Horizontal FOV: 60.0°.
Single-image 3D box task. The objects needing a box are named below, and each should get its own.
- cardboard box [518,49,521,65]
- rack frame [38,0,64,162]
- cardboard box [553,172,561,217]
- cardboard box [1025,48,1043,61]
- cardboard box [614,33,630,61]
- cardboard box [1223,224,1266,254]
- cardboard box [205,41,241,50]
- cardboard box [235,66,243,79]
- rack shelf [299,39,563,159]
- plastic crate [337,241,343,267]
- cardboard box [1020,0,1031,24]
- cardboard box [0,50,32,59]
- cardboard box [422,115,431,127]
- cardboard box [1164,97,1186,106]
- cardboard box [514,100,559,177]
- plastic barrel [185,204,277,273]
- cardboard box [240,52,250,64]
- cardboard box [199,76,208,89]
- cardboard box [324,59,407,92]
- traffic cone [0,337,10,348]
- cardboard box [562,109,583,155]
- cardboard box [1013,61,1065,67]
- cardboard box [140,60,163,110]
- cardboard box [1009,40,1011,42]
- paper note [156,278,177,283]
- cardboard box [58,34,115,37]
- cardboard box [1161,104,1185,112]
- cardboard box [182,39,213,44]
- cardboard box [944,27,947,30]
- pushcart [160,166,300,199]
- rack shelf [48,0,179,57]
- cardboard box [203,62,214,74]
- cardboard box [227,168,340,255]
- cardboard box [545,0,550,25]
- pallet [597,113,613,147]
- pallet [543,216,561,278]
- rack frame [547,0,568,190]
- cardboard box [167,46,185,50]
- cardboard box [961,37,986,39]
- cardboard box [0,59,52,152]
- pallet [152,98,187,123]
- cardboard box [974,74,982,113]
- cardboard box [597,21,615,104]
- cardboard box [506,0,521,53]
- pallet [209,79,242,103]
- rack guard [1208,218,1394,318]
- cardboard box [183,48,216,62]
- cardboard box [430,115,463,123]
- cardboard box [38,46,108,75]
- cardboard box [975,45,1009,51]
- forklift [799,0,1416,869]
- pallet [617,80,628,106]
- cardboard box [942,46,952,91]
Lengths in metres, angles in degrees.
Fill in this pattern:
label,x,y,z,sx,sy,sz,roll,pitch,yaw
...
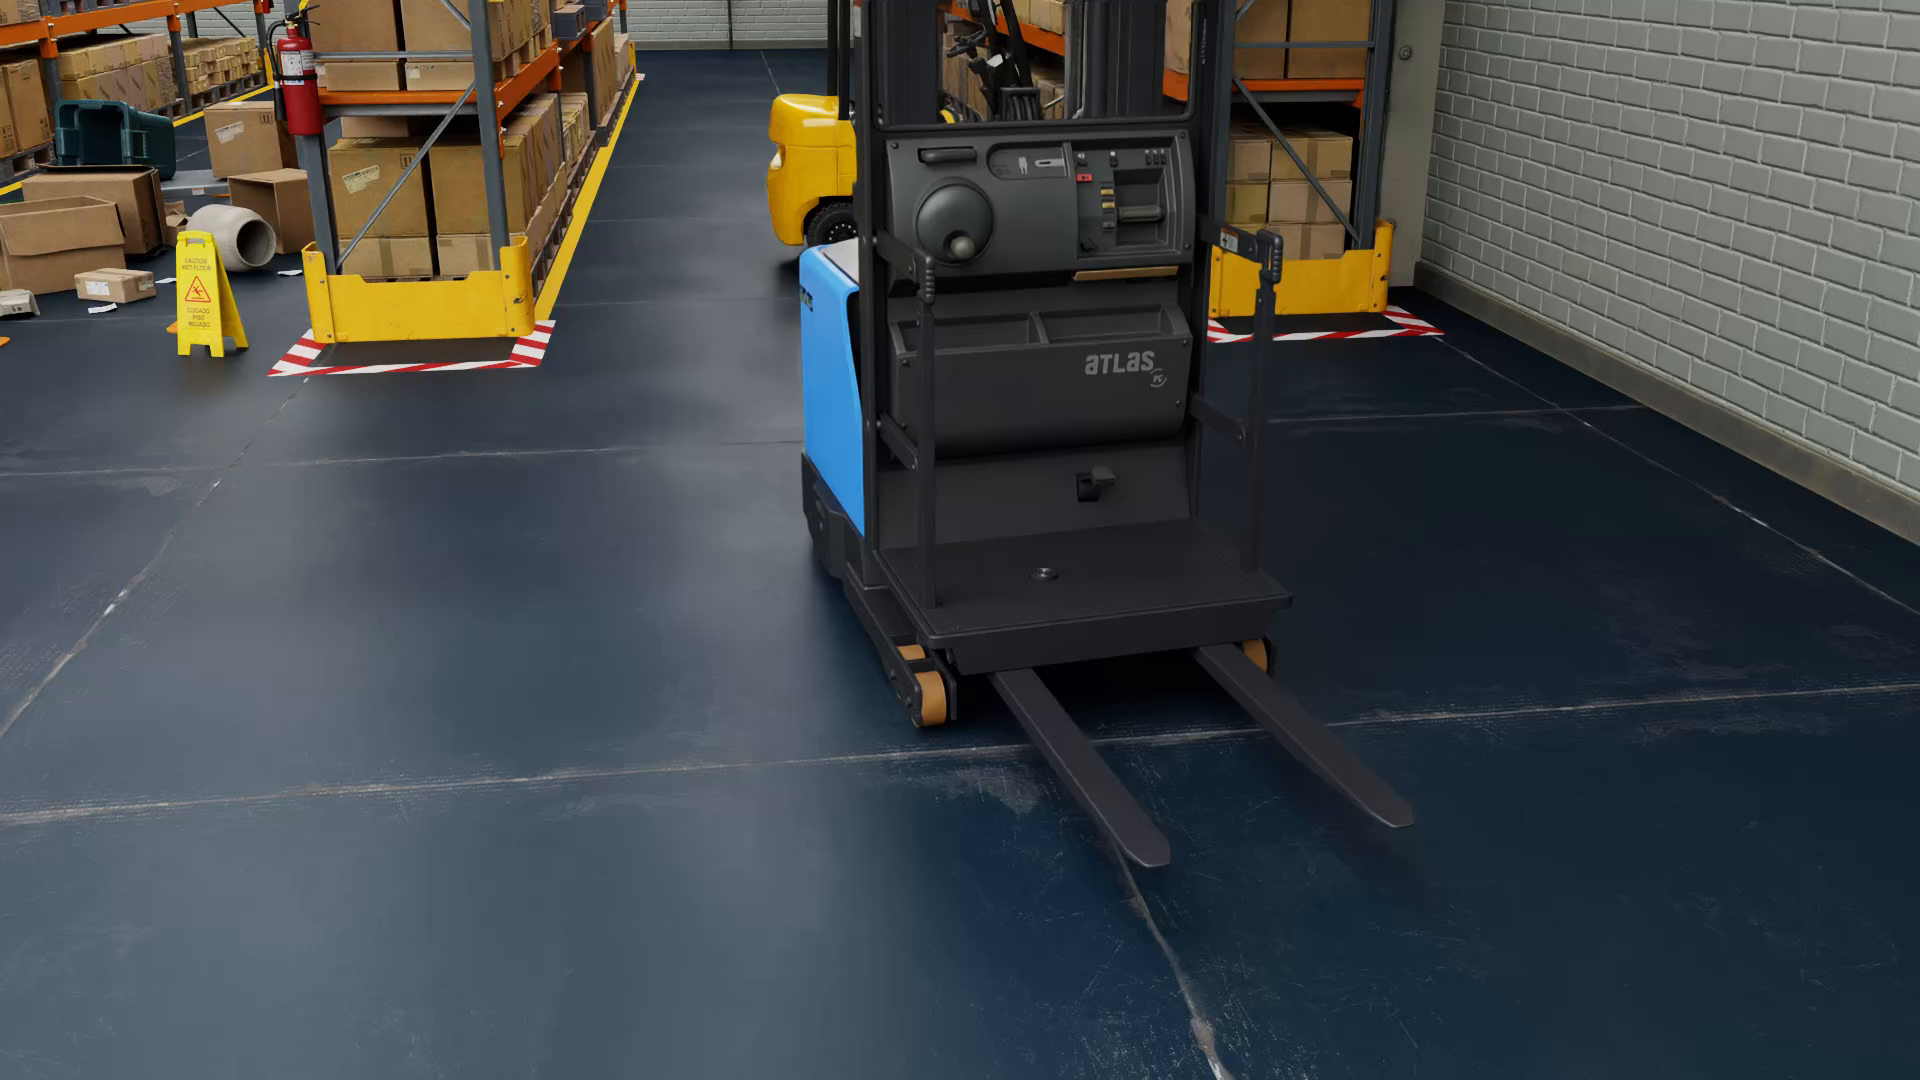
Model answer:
label,x,y,z,sx,sy,sz,roll,pitch,yaw
cardboard box,-2.999,-3.093,10.570,0.380,0.149,0.250,-3,21,-9
rack frame,-9.015,-5.026,15.386,1.000,3.000,0.127,-3,21,-8
cardboard box,-3.117,-2.460,11.844,0.500,0.250,0.500,-3,21,-9
cardboard box,0.886,-5.264,18.068,0.380,0.149,0.250,-3,21,-7
cardboard box,-5.091,-6.854,23.341,0.875,0.438,0.875,-4,21,-10
cardboard box,1.553,-1.848,10.207,0.500,0.250,0.500,-3,21,-7
cardboard box,-9.724,-6.499,21.955,0.380,0.149,0.250,-4,21,-10
cardboard box,-9.649,-6.136,21.832,0.380,0.149,0.250,-4,21,-10
rack shelf,-3.267,-2.896,10.712,1.077,0.370,4.000,-3,21,-8
plastic crate,-4.140,-1.973,11.385,0.402,0.080,0.583,-11,23,-26
cardboard box,0.824,-4.794,14.980,0.500,0.250,0.500,-2,21,-6
cardboard box,-9.373,-4.627,16.218,0.500,0.250,0.500,-3,21,-9
cardboard box,-3.541,-2.671,10.412,0.380,0.149,0.250,-2,21,-5
cardboard box,1.766,-3.043,11.978,0.500,0.250,0.500,-3,21,-7
cardboard box,-3.129,-2.819,11.733,0.500,0.500,0.500,-3,21,-7
plastic barrel,-4.774,-1.973,10.893,0.512,0.421,0.421,12,24,30
cardboard box,-9.733,-6.448,22.243,0.380,0.149,0.250,-4,21,-10
cardboard box,-9.452,-5.590,20.371,0.380,0.149,0.250,-3,21,-8
cardboard box,-3.244,-2.542,9.094,0.380,0.149,0.250,-2,21,-6
traffic cone,-5.366,-1.263,8.936,0.336,0.463,0.334,-3,21,-8
cardboard box,-3.842,-3.563,14.623,0.950,0.372,0.625,-2,21,-6
cardboard box,0.856,-4.430,16.584,0.875,0.625,0.625,-2,21,-6
cardboard box,-9.162,-5.016,18.331,0.500,0.500,0.500,-3,21,-9
cardboard box,0.770,-5.718,19.284,0.380,0.149,0.250,-3,21,-7
paper note,-5.058,-1.673,10.669,0.148,0.019,0.142,4,21,11
cardboard box,-9.747,-5.519,18.606,0.500,0.250,0.500,-4,21,-10
cardboard box,1.330,-2.840,11.433,0.500,0.250,0.500,-3,21,-9
cardboard box,-10.270,-6.648,22.353,0.380,0.149,0.250,-3,21,-7
cardboard box,-0.379,-7.143,24.022,0.797,0.503,0.637,-4,21,-10
pushcart,-5.804,-2.565,12.545,1.648,0.377,0.936,-11,23,-26
rack shelf,-9.304,-5.382,17.366,1.077,0.370,4.000,-3,21,-8
cardboard box,-9.576,-5.909,20.799,0.380,0.149,0.250,-2,21,-5
cardboard box,-4.747,-2.317,11.700,0.500,0.500,0.500,12,24,29
cardboard box,-3.245,-3.971,11.993,0.500,0.500,0.500,-3,21,-9
pallet,-4.171,-4.281,17.377,1.003,0.211,1.213,-3,21,-8
pallet,-3.244,-1.966,11.177,1.003,0.211,1.213,-3,21,-8
rack frame,-3.555,-3.926,12.440,1.000,3.000,0.127,-3,21,-8
cardboard box,-10.089,-6.201,21.155,0.380,0.149,0.250,-3,21,-8
cardboard box,0.209,-5.865,19.677,0.380,0.149,0.250,-3,21,-9
cardboard box,-9.017,-3.954,15.130,1.050,0.750,0.750,-3,21,-8
pallet,-9.478,-4.835,18.861,1.003,0.211,1.213,-3,21,-8
cardboard box,0.444,-4.898,18.014,0.500,0.500,0.500,-3,21,-9
cardboard box,-4.402,-5.374,18.754,0.875,0.875,0.875,-2,21,-6
cardboard box,-2.850,-3.084,9.619,0.500,0.500,0.500,-2,21,-6
pallet,-9.903,-5.759,21.333,1.003,0.211,1.213,-3,21,-8
rack guard,1.936,-1.613,9.821,1.175,0.500,0.348,-3,21,-8
cardboard box,-9.519,-6.046,20.740,0.380,0.149,0.250,-2,21,-7
cardboard box,-3.575,-2.604,11.158,0.500,0.500,0.500,-2,21,-5
cardboard box,-8.948,-4.830,16.761,0.500,0.250,0.500,-3,21,-8
cardboard box,0.364,-5.417,18.477,0.380,0.149,0.250,-3,21,-9
forklift,0.307,-0.986,4.668,1.130,2.935,3.031,-6,21,-15
pallet,-4.740,-5.657,21.060,1.003,0.211,1.213,-3,21,-8
cardboard box,0.050,-5.794,20.415,0.500,0.500,0.500,-2,21,-5
